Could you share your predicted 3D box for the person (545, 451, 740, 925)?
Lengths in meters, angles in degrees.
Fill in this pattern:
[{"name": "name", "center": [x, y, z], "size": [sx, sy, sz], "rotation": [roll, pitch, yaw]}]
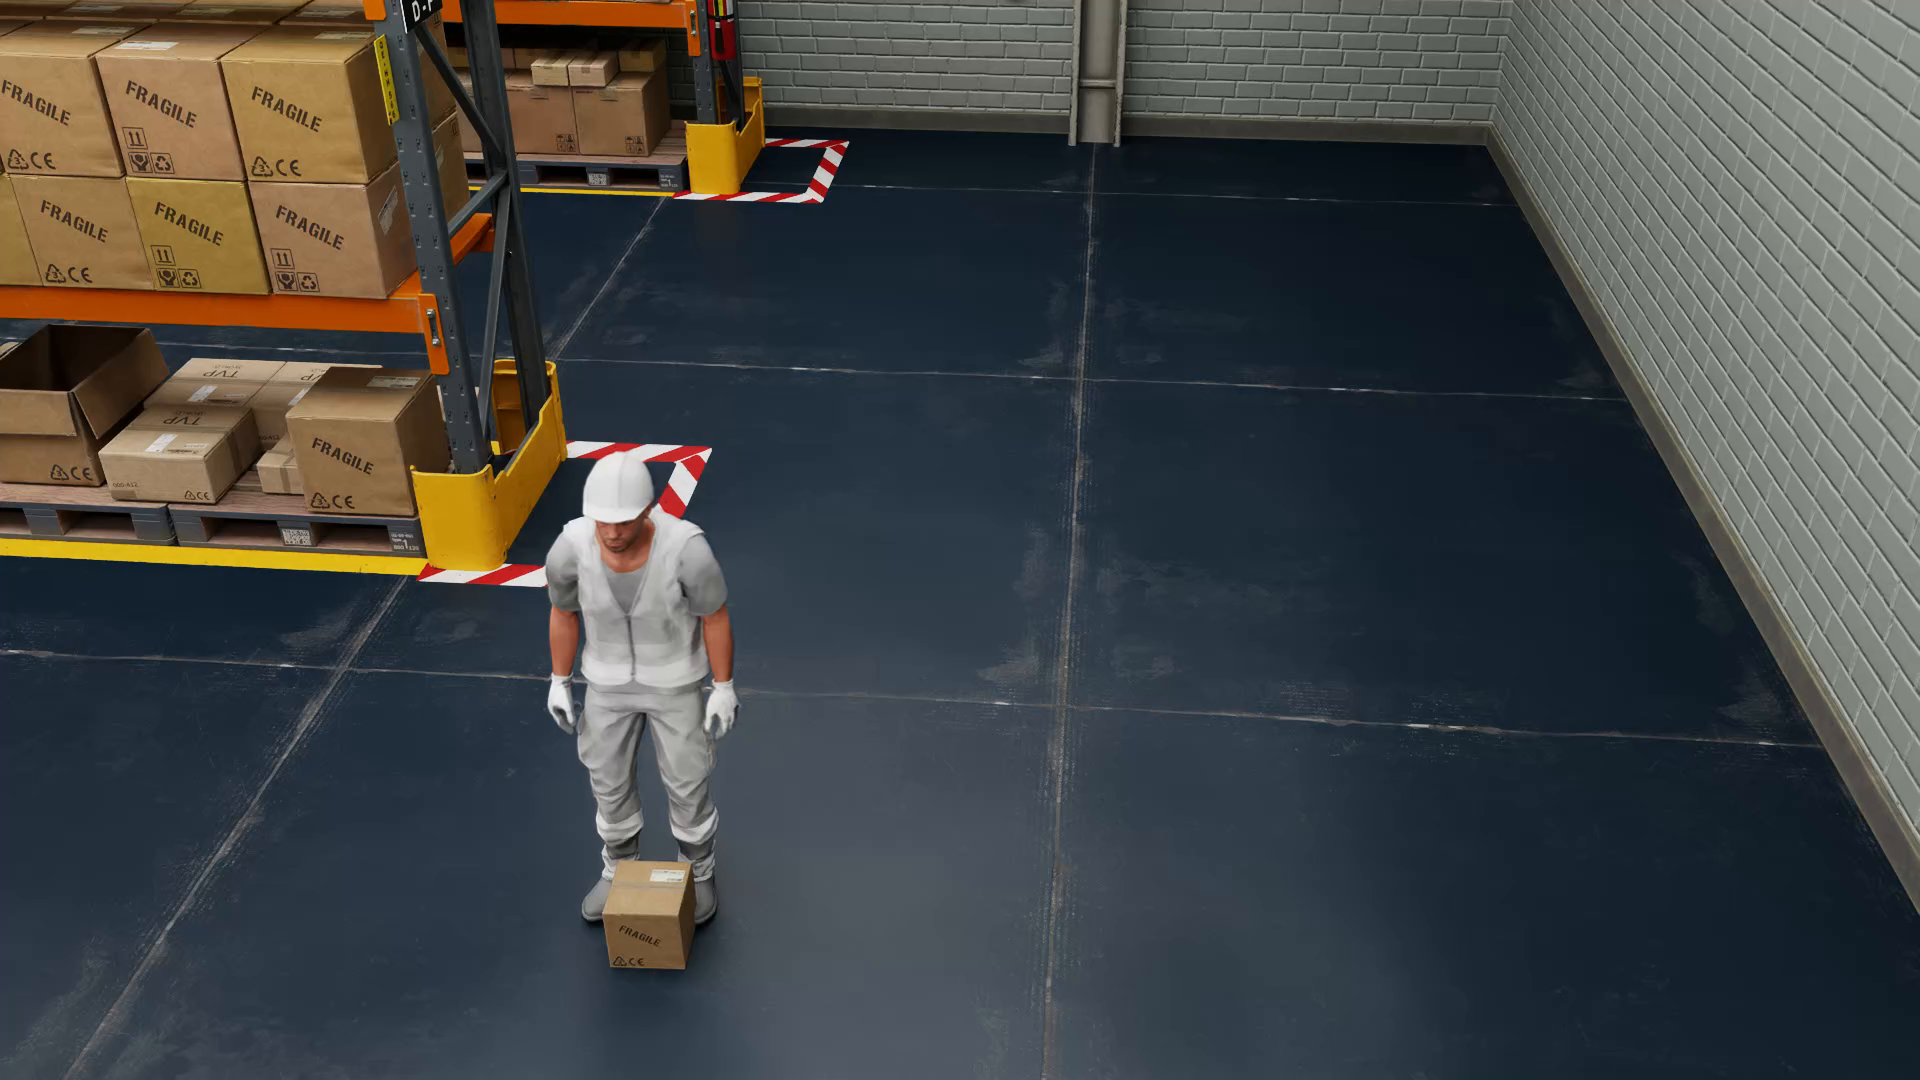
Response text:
[{"name": "person", "center": [-1.017, 0.484, 5.337], "size": [0.619, 1.779, 0.455], "rotation": [2, 32, 3]}]
